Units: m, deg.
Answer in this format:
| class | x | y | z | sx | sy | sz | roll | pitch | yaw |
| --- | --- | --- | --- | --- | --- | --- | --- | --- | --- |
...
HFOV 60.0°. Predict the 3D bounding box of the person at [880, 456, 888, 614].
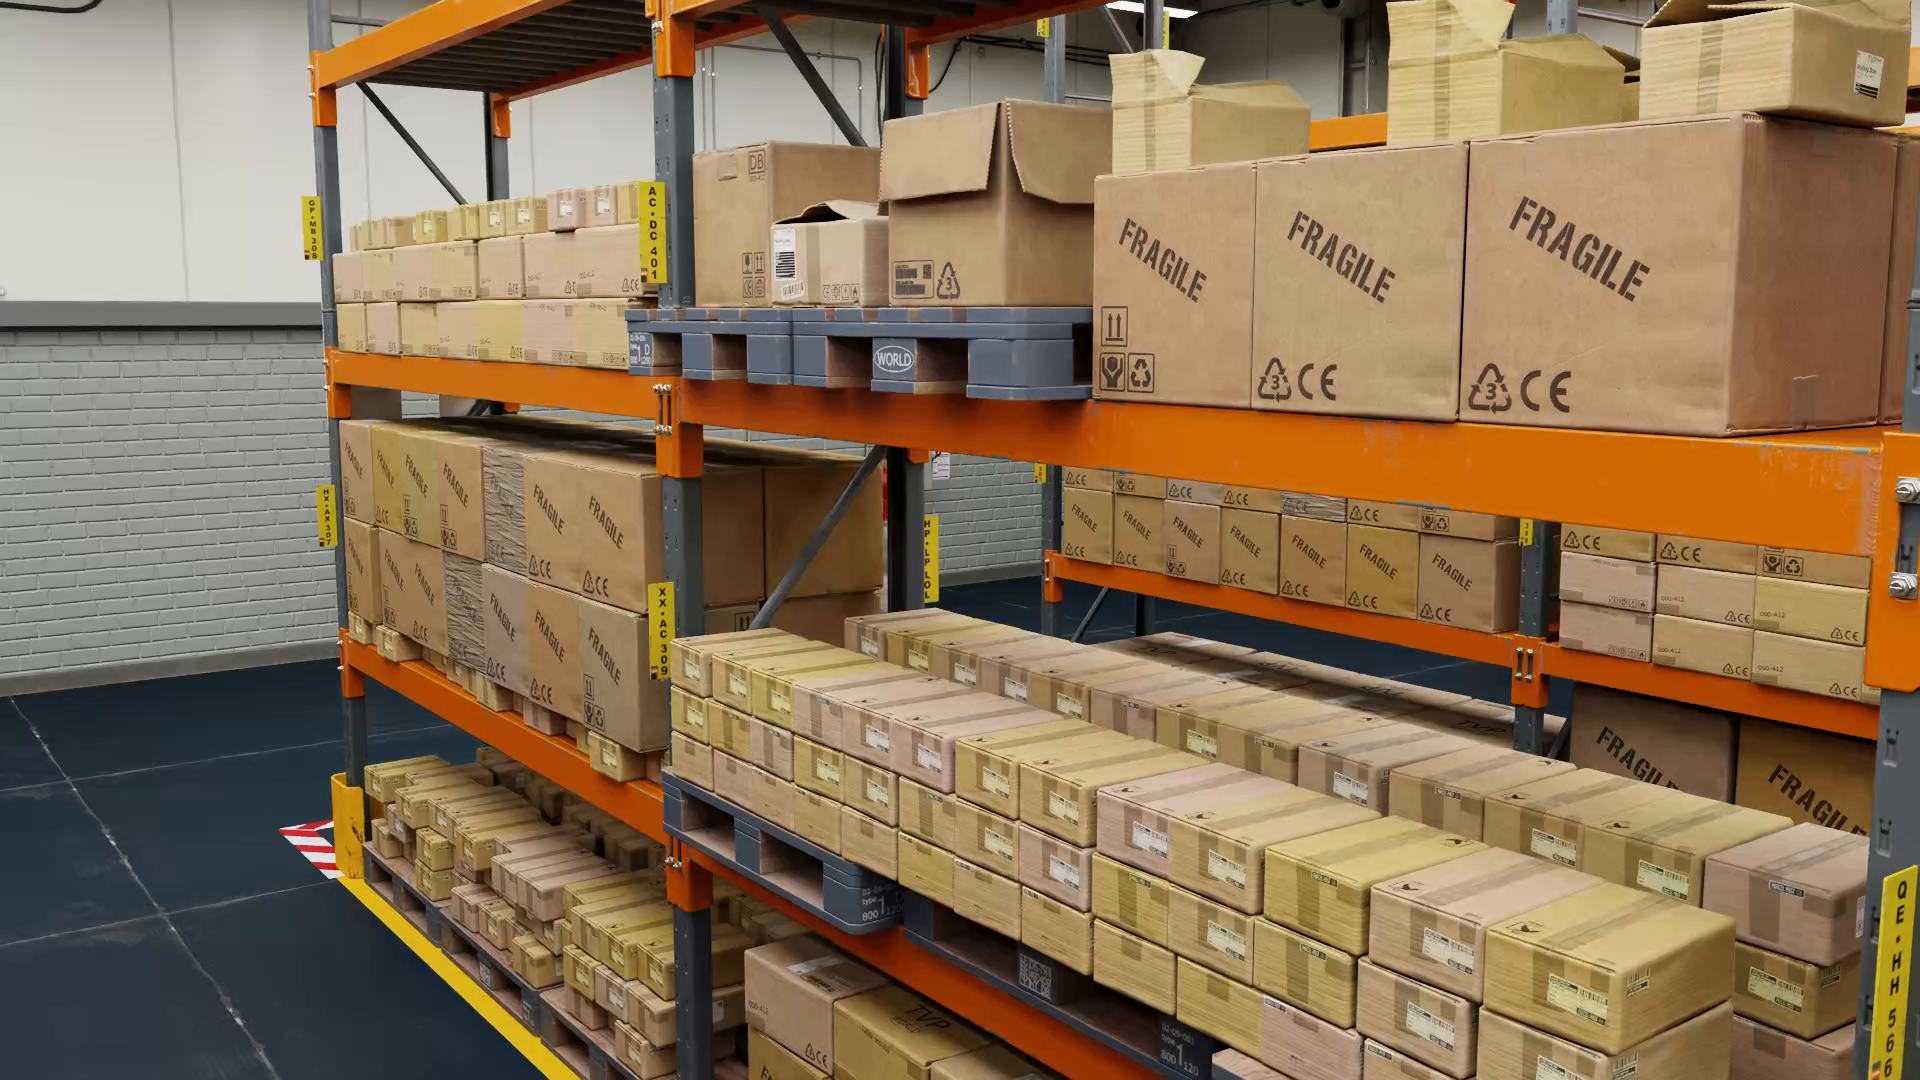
| class | x | y | z | sx | sy | sz | roll | pitch | yaw |
| --- | --- | --- | --- | --- | --- | --- | --- | --- | --- |
| person | -0.677 | -0.045 | 16.162 | 0.547 | 1.733 | 0.404 | -6 | 10 | -37 |
